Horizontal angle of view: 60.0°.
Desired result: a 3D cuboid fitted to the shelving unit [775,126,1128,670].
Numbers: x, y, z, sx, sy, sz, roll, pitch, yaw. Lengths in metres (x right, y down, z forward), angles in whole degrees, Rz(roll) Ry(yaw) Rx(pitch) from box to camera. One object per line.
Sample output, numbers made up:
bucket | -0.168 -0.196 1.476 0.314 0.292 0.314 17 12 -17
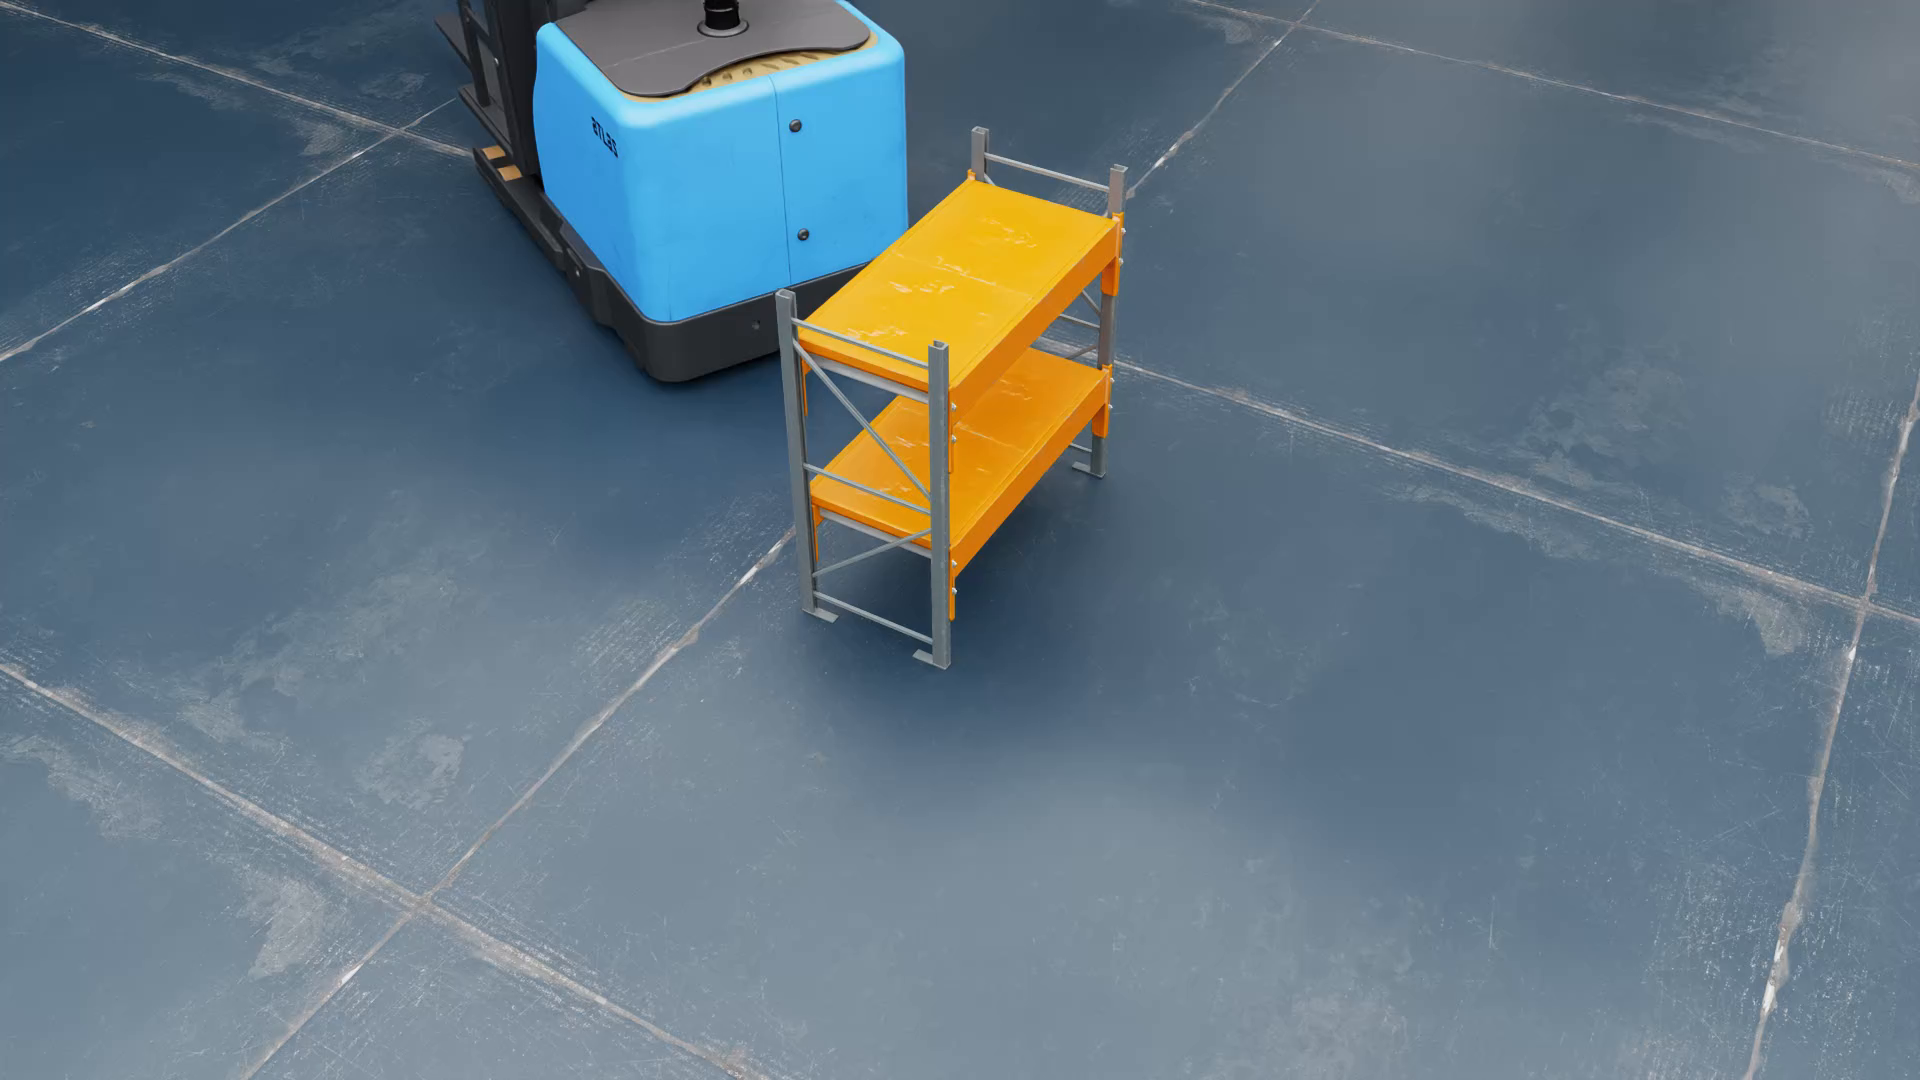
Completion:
shelving unit | 0.003 -0.426 4.883 0.538 1.125 1.048 21 45 22

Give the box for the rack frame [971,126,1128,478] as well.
rack frame | 0.258 -0.717 5.213 0.500 1.125 0.032 21 45 22

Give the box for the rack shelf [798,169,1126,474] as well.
rack shelf | 0.003 -0.646 4.689 0.538 0.278 1.000 21 45 22

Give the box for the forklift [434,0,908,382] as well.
forklift | -1.356 -2.603 5.988 1.130 2.935 3.031 -22 46 -23

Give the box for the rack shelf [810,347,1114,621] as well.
rack shelf | 0.003 -0.243 5.044 0.538 0.278 1.000 21 45 22

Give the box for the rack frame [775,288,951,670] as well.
rack frame | -0.251 -0.135 4.552 0.500 1.125 0.032 21 45 22
